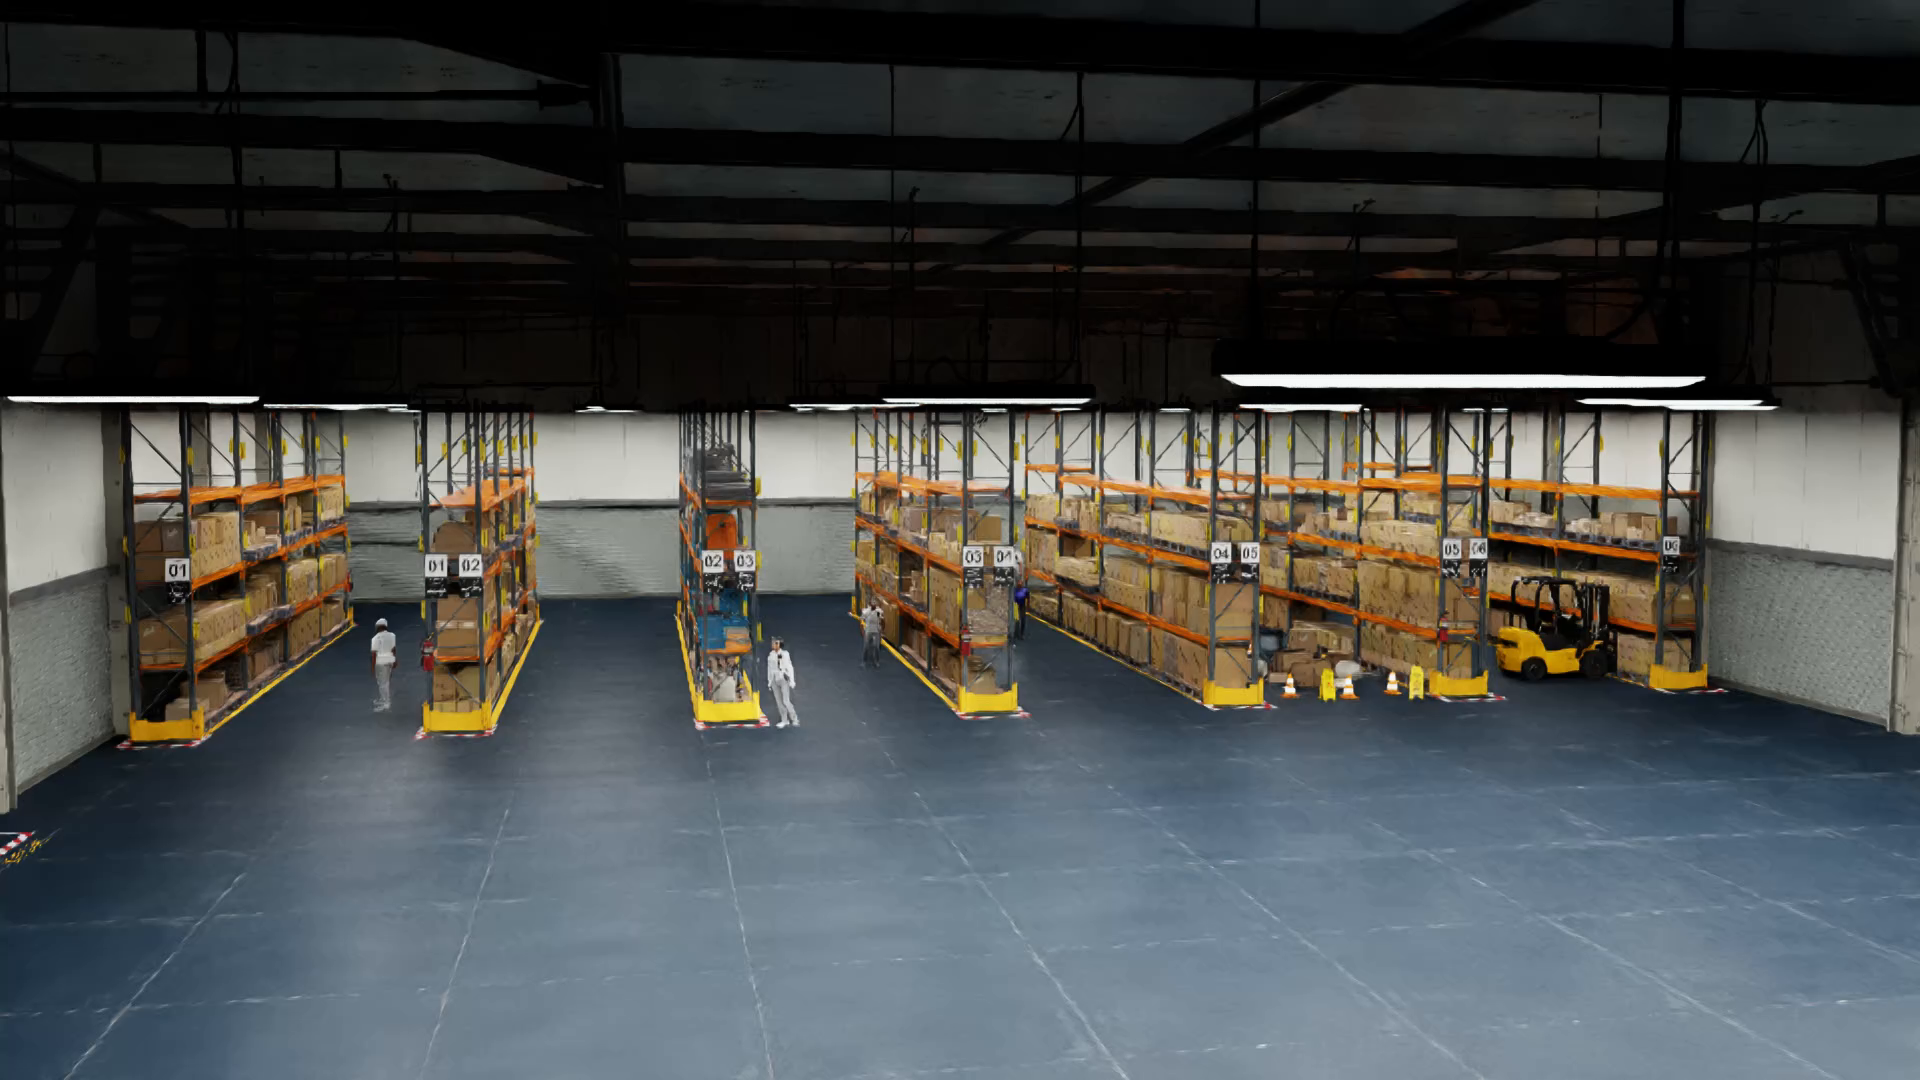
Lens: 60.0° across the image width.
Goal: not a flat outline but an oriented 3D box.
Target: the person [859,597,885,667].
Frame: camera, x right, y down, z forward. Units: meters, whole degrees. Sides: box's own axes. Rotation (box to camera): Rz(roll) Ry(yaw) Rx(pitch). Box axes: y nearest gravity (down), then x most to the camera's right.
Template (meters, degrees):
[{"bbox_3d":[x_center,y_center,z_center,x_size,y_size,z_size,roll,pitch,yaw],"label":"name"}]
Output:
[{"bbox_3d":[-1.991,2.072,37.716,0.592,1.629,0.532,-1,4,-13],"label":"person"}]

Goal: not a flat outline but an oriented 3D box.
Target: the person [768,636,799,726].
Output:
[{"bbox_3d":[-3.250,2.584,30.538,0.596,1.667,0.453,3,5,32],"label":"person"}]

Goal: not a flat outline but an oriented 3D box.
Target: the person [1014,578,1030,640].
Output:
[{"bbox_3d":[1.483,1.743,42.251,0.593,1.603,0.515,-1,4,-13],"label":"person"}]

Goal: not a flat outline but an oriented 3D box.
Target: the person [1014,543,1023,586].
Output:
[{"bbox_3d":[1.691,0.919,52.419,0.585,1.697,0.977,1,4,10],"label":"person"}]

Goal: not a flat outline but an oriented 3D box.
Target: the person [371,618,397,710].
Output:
[{"bbox_3d":[-11.255,2.388,32.306,0.588,1.761,0.763,2,5,19],"label":"person"}]
